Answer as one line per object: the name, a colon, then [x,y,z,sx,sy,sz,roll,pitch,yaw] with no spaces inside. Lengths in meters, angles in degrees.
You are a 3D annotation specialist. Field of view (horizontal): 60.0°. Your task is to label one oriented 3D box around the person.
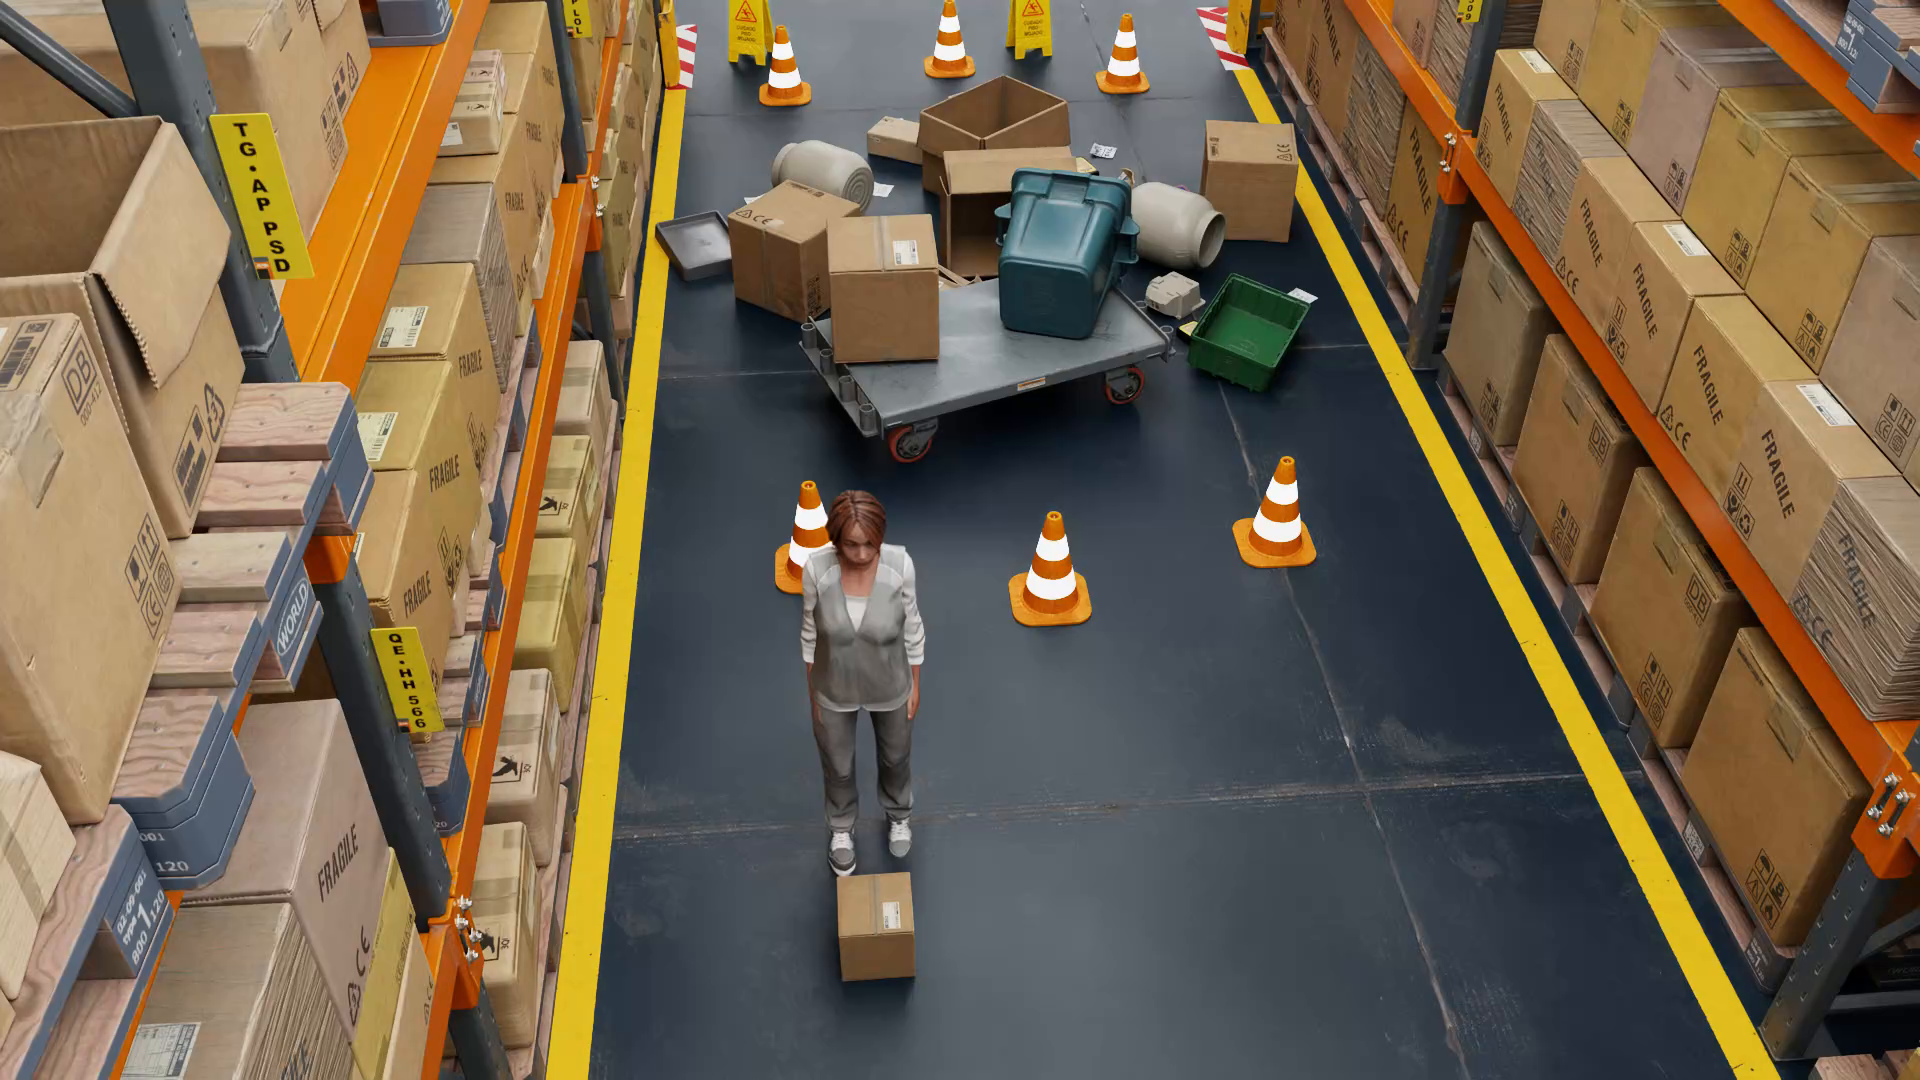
person: [-0.316,0.503,5.585,0.407,1.634,0.341,-2,40,-3]
